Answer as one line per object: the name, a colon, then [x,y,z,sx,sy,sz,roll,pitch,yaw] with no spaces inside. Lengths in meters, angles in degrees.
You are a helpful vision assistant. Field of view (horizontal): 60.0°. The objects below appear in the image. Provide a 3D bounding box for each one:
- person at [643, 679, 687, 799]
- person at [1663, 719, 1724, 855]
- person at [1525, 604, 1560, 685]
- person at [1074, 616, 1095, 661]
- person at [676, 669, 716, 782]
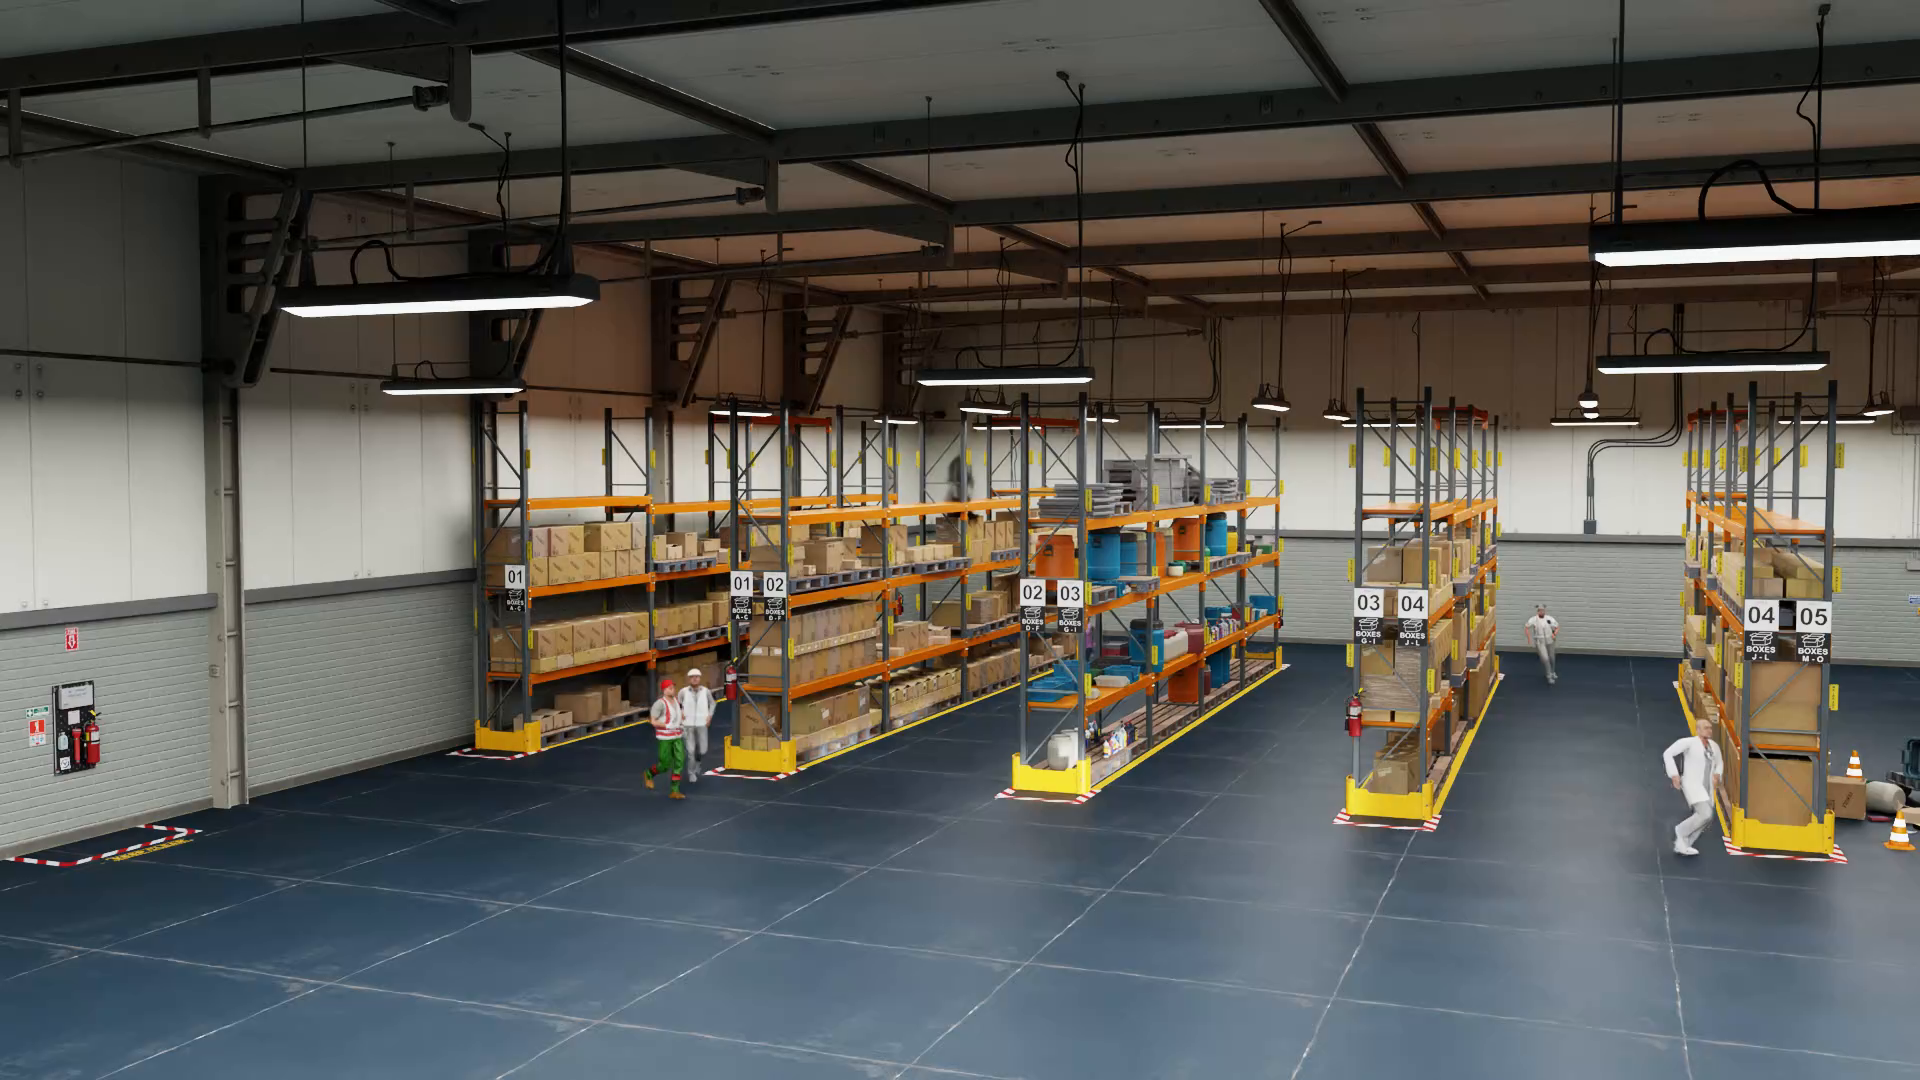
person: [-4.327,2.924,24.558,0.761,1.758,0.658,2,3,35]
person: [9.296,3.113,20.925,0.725,1.712,0.587,-1,3,-26]
person: [13.074,2.311,37.211,0.739,1.768,0.949,0,3,6]
person: [2.768,2.405,36.852,0.511,1.570,0.636,1,3,22]
person: [-4.147,2.882,25.940,0.695,1.743,0.601,-1,3,-13]
